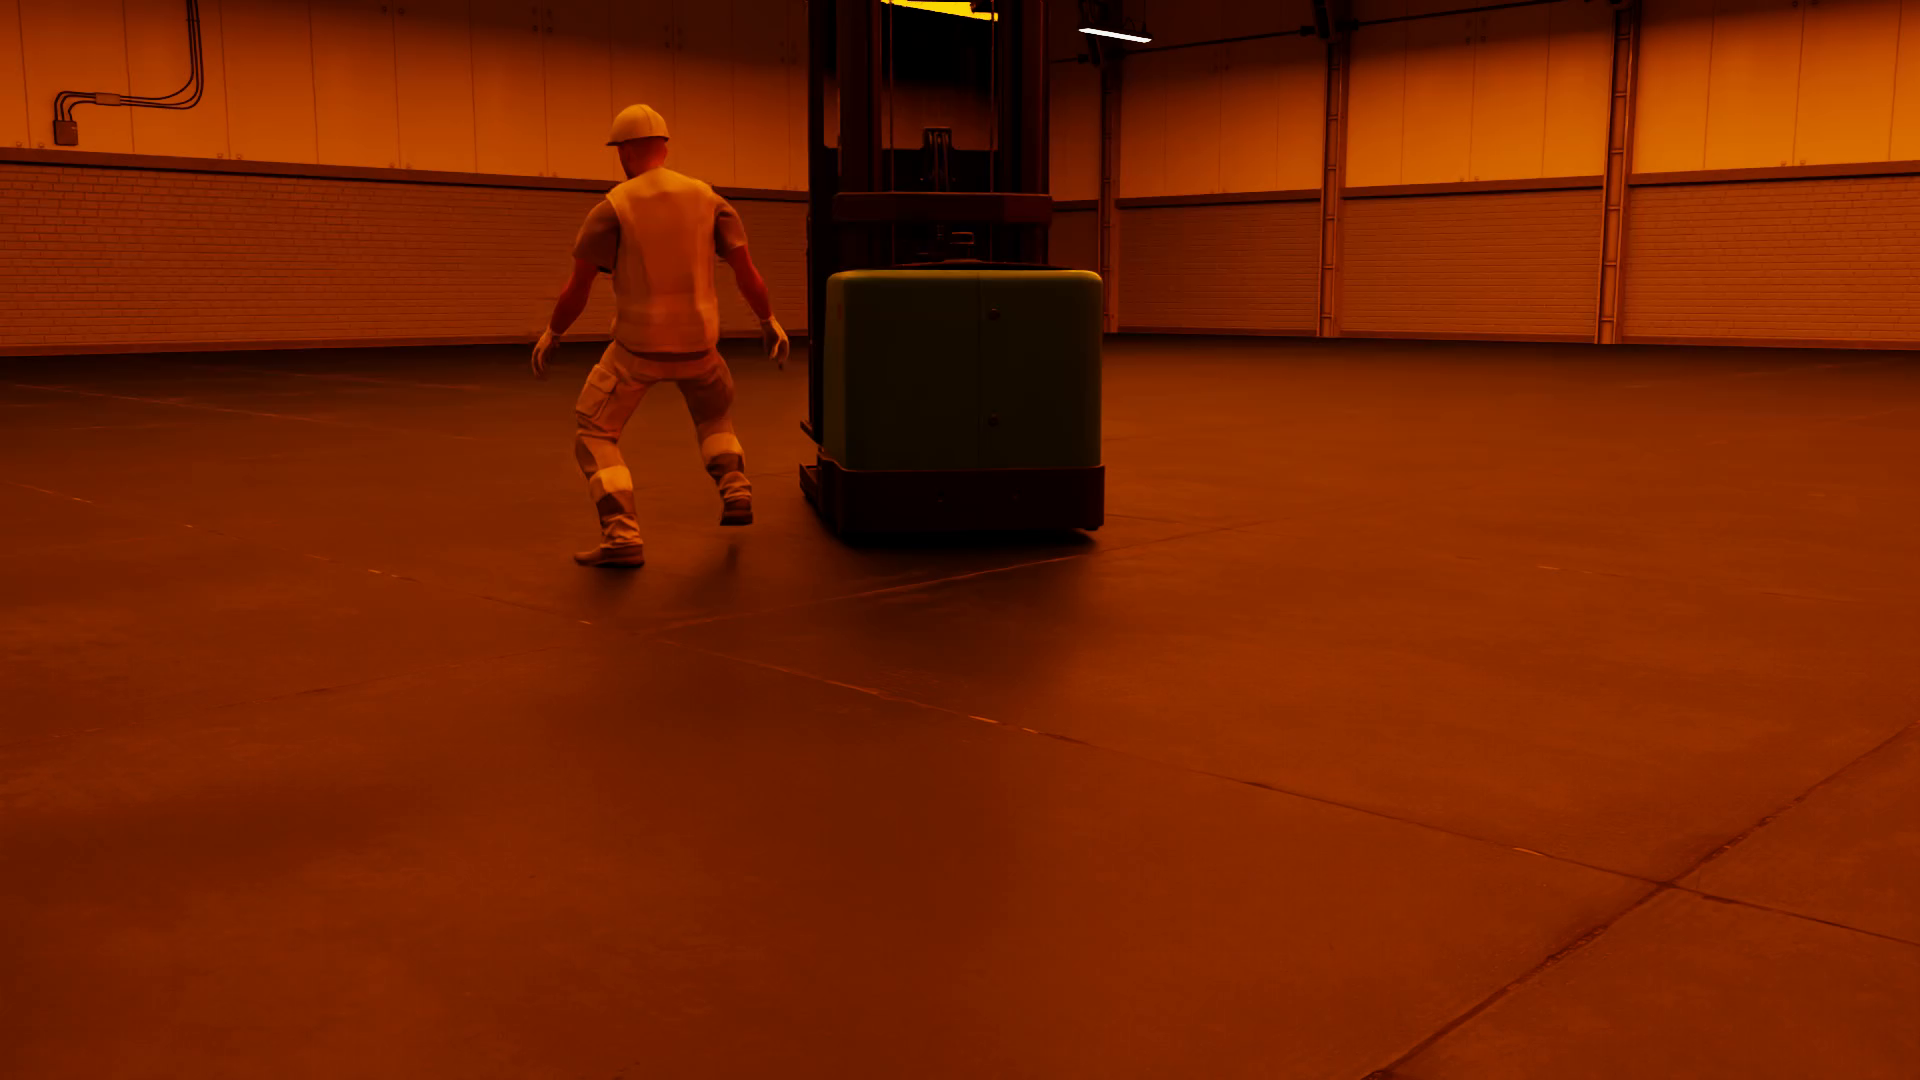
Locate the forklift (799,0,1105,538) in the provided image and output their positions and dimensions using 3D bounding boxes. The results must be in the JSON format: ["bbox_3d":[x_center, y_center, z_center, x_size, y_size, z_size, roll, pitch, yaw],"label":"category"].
[{"bbox_3d":[-0.181,-1.637,7.748,1.130,2.935,3.031,-1,9,-10],"label":"forklift"}]

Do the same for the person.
[{"bbox_3d":[-1.115,-0.768,6.255,0.949,1.685,0.556,-4,9,-24],"label":"person"}]
